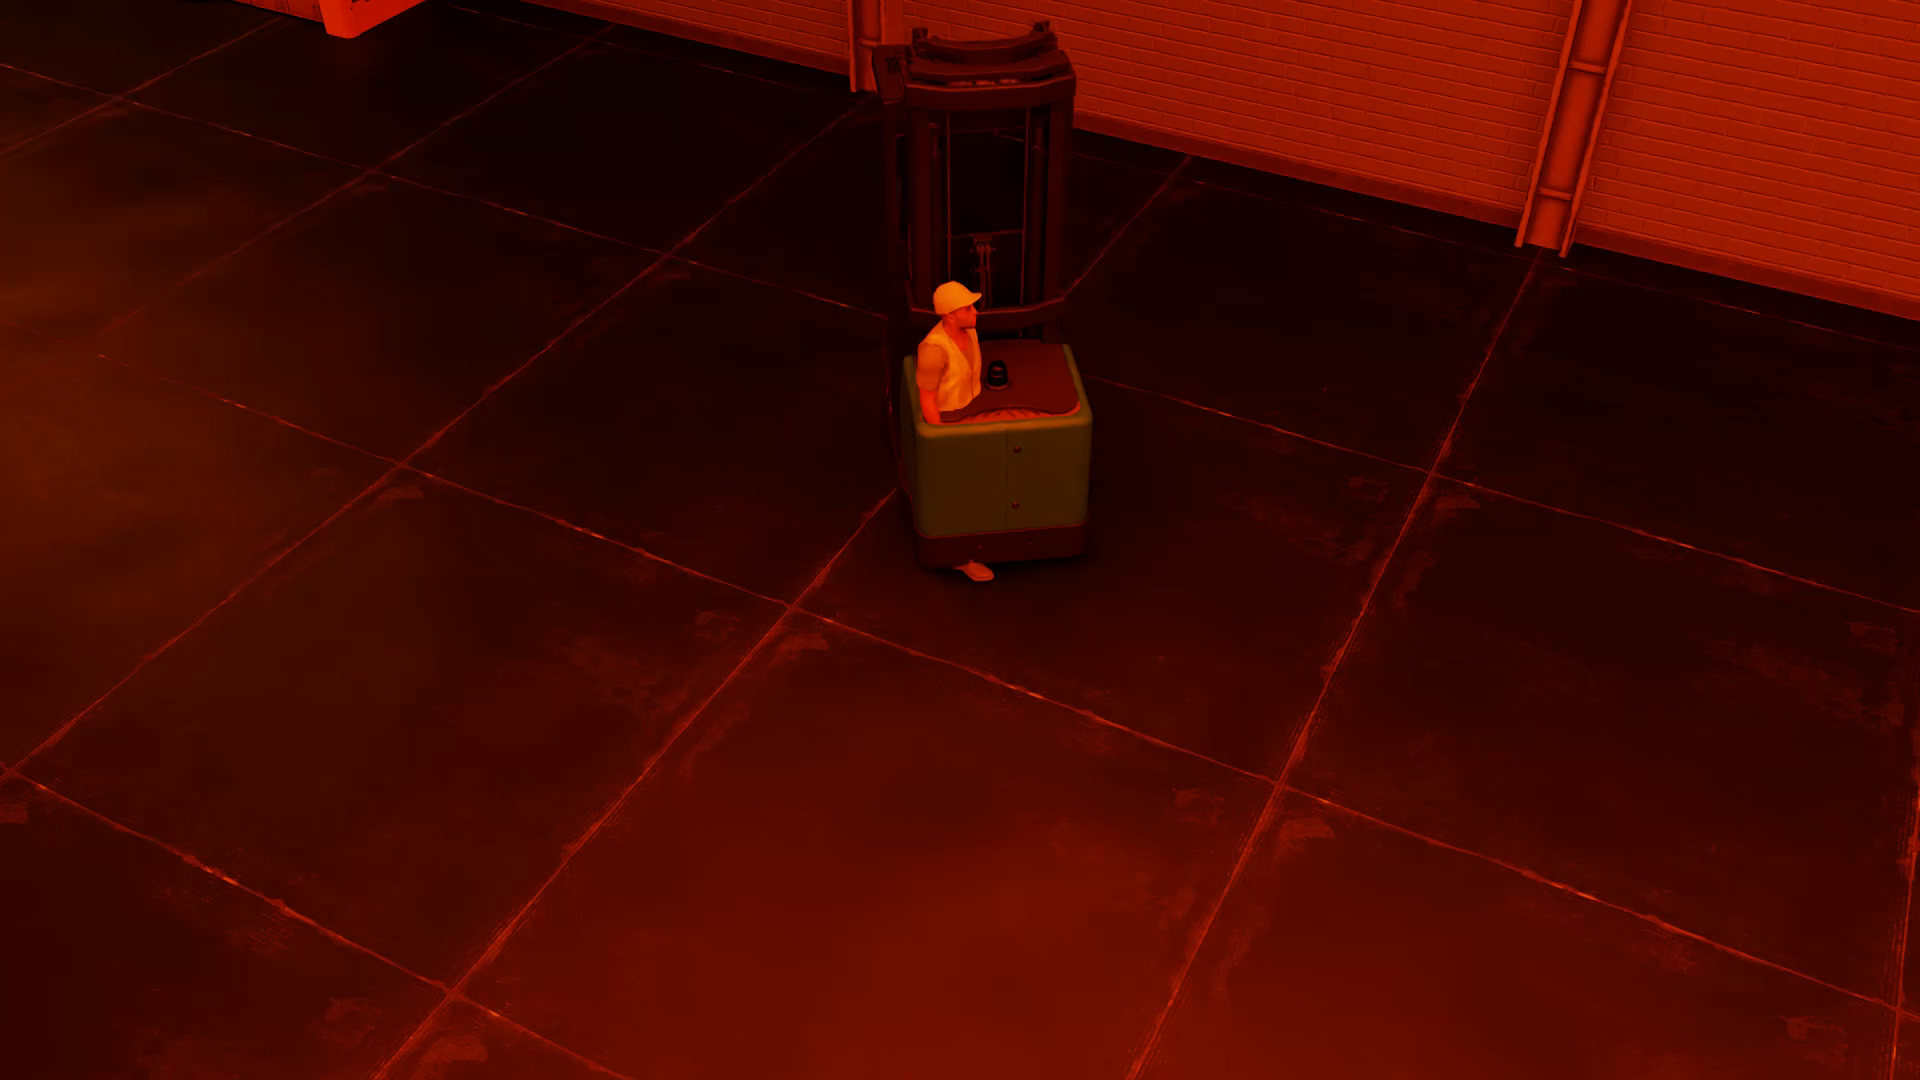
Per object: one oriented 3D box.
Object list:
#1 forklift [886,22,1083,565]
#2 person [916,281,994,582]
[{"bbox_3d":[0.125,-1.902,10.245,1.130,2.935,3.031,-2,40,-2],"label":"forklift"},{"bbox_3d":[0.064,-0.659,9.644,0.567,1.786,0.637,18,43,21],"label":"person"}]
